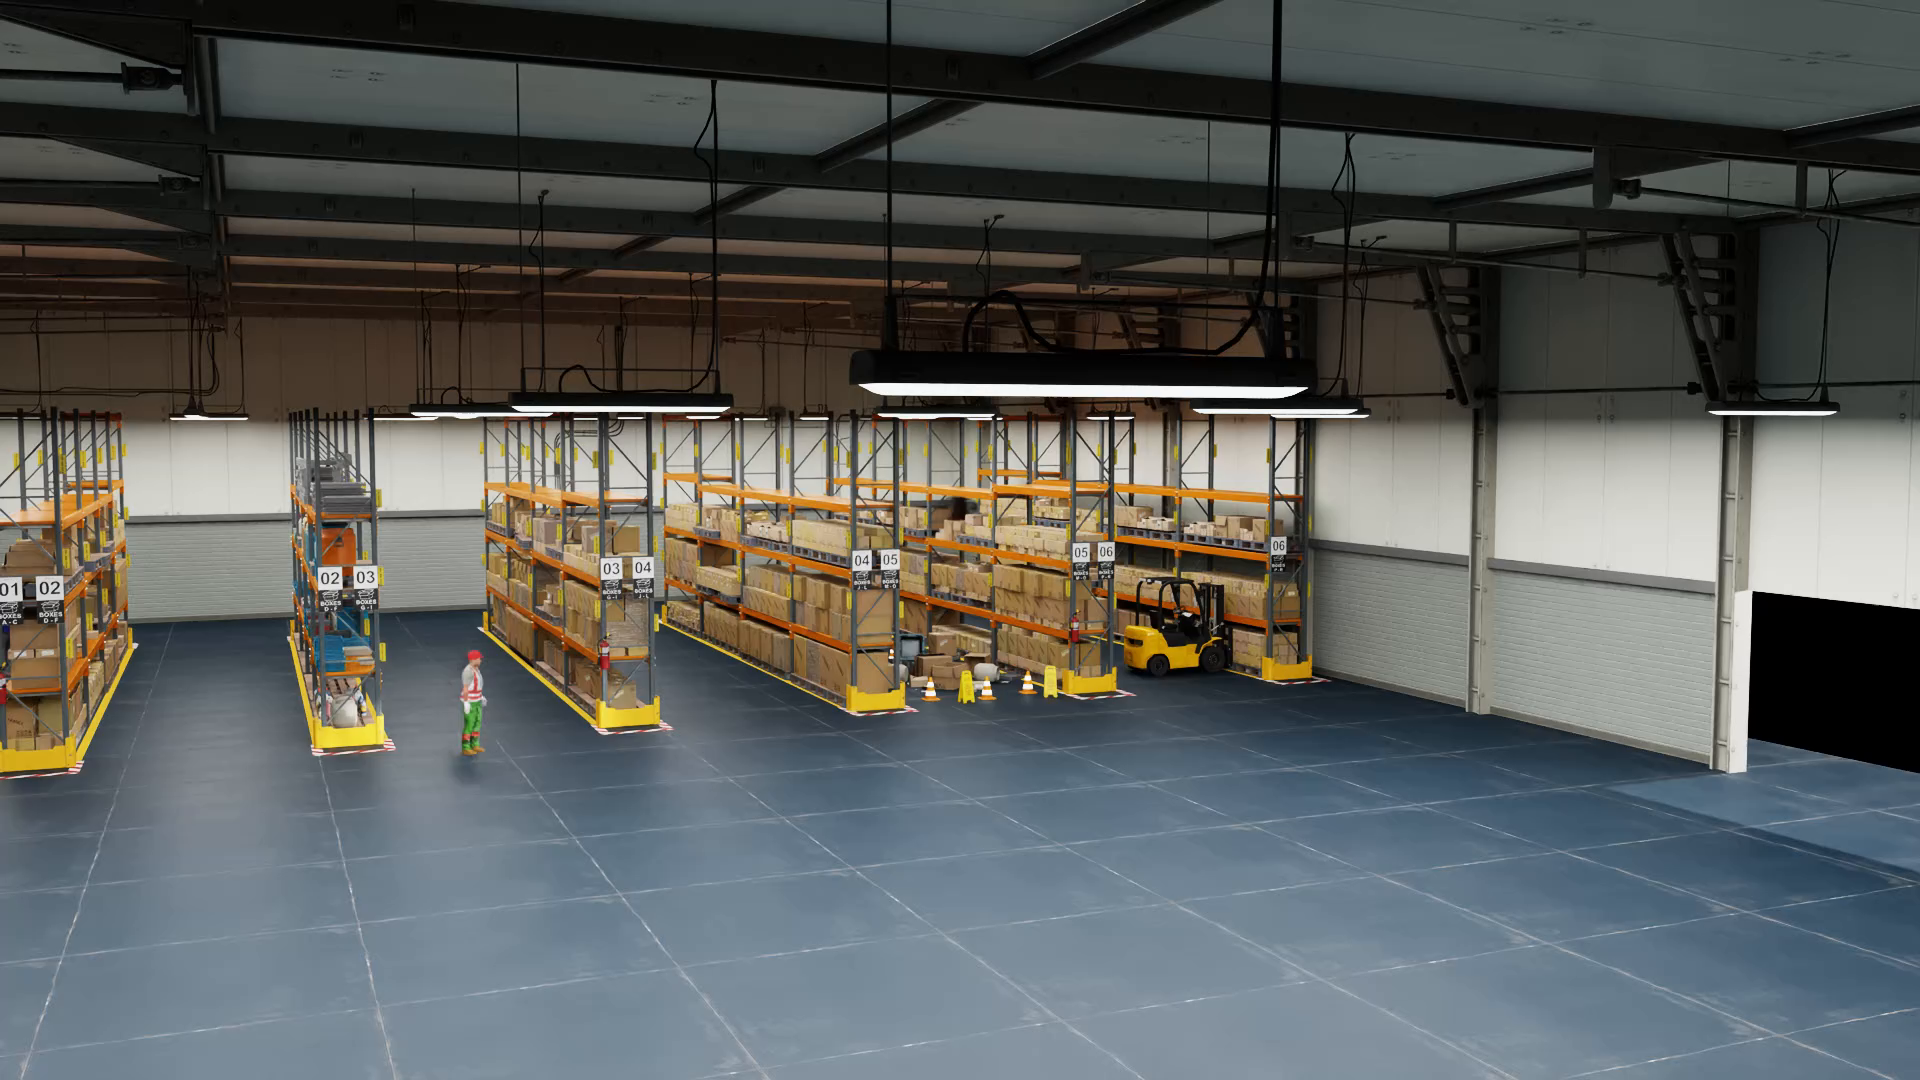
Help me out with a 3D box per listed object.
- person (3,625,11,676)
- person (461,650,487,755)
[{"bbox_3d":[-21.684,2.264,37.839,0.388,1.694,0.525,2,4,27],"label":"person"},{"bbox_3d":[-8.445,2.811,28.831,0.399,1.803,0.582,0,4,3],"label":"person"}]
